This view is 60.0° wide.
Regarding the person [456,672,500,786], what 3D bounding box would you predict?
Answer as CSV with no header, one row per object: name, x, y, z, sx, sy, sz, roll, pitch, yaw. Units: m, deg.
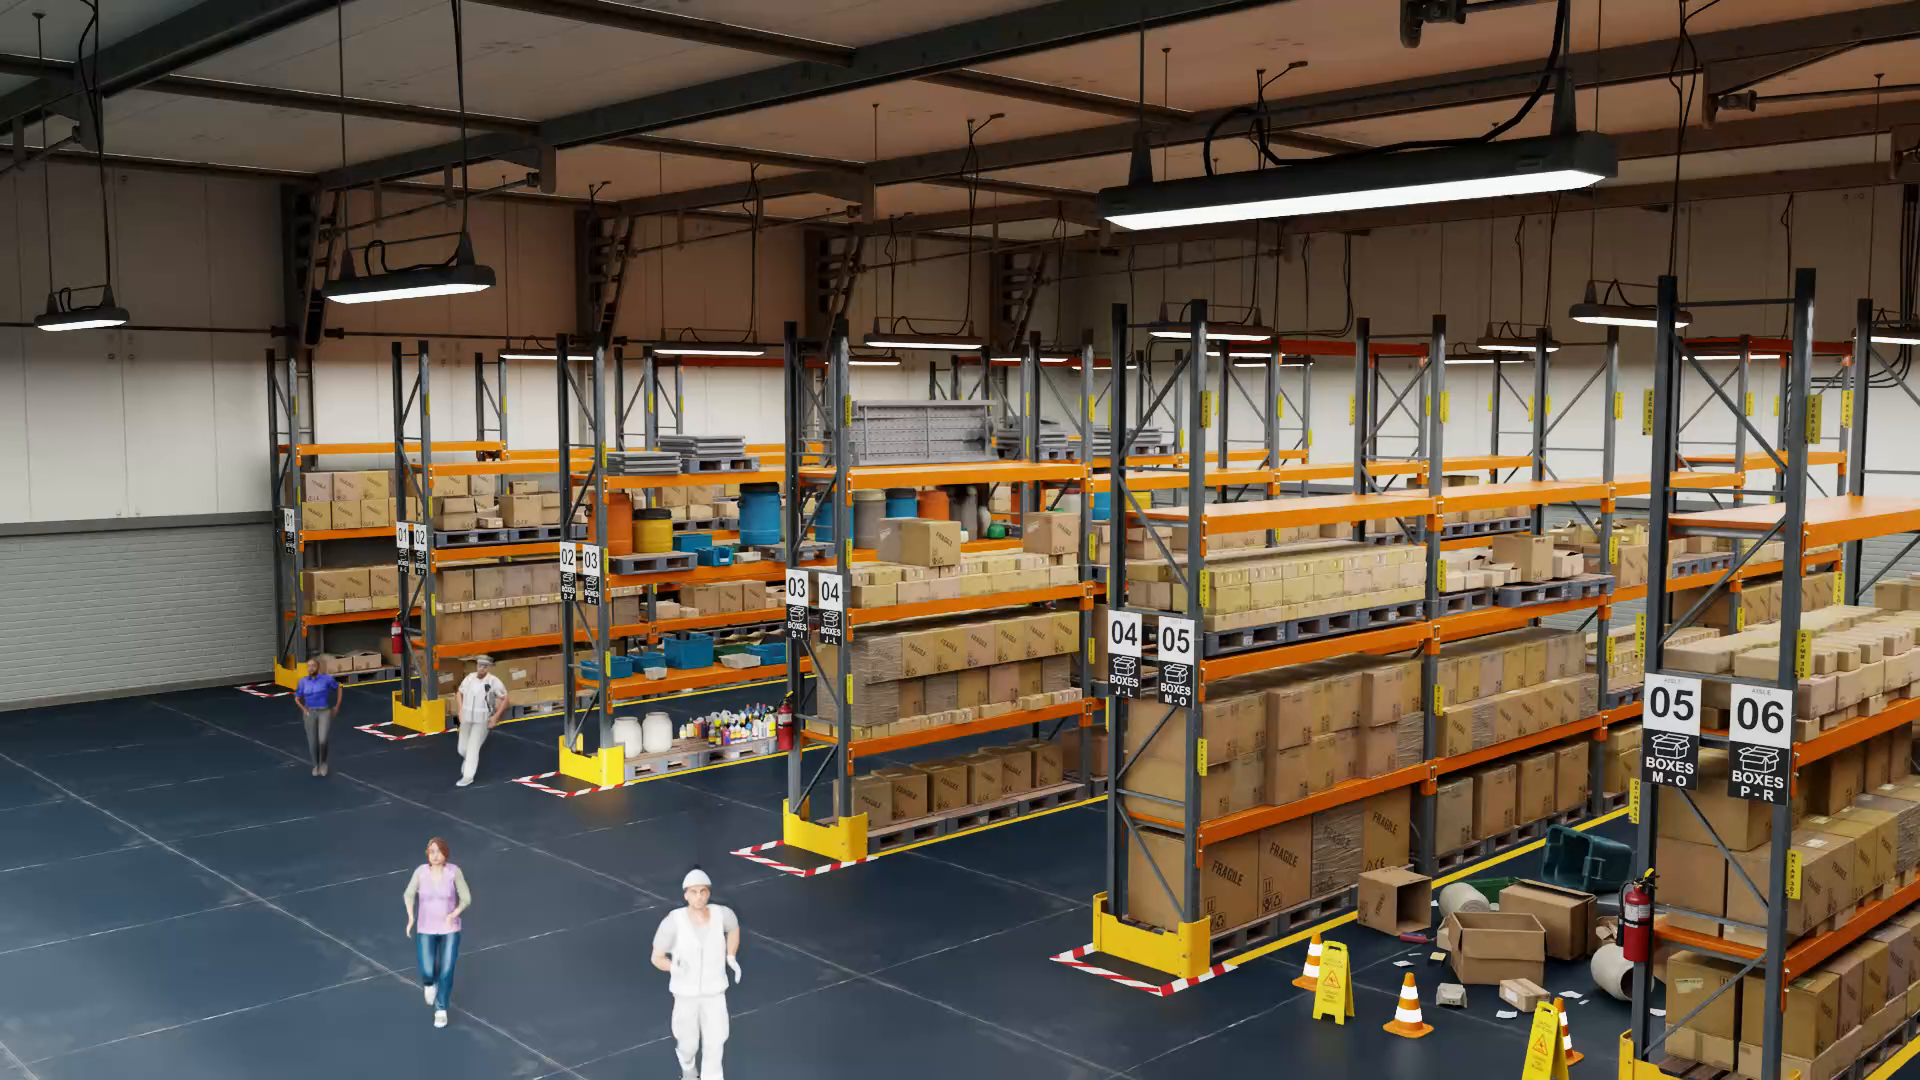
person,-6.473,2.505,22.286,0.621,1.478,0.703,0,5,3

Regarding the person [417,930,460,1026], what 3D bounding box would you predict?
person,-4.287,3.540,13.707,0.337,0.906,0.501,-1,5,-13

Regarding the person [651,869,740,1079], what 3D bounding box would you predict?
person,-1.858,3.224,11.825,0.654,1.783,0.988,-1,5,-15

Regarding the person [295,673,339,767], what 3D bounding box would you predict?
person,-8.713,2.424,22.508,0.545,1.248,0.497,-1,5,-13
